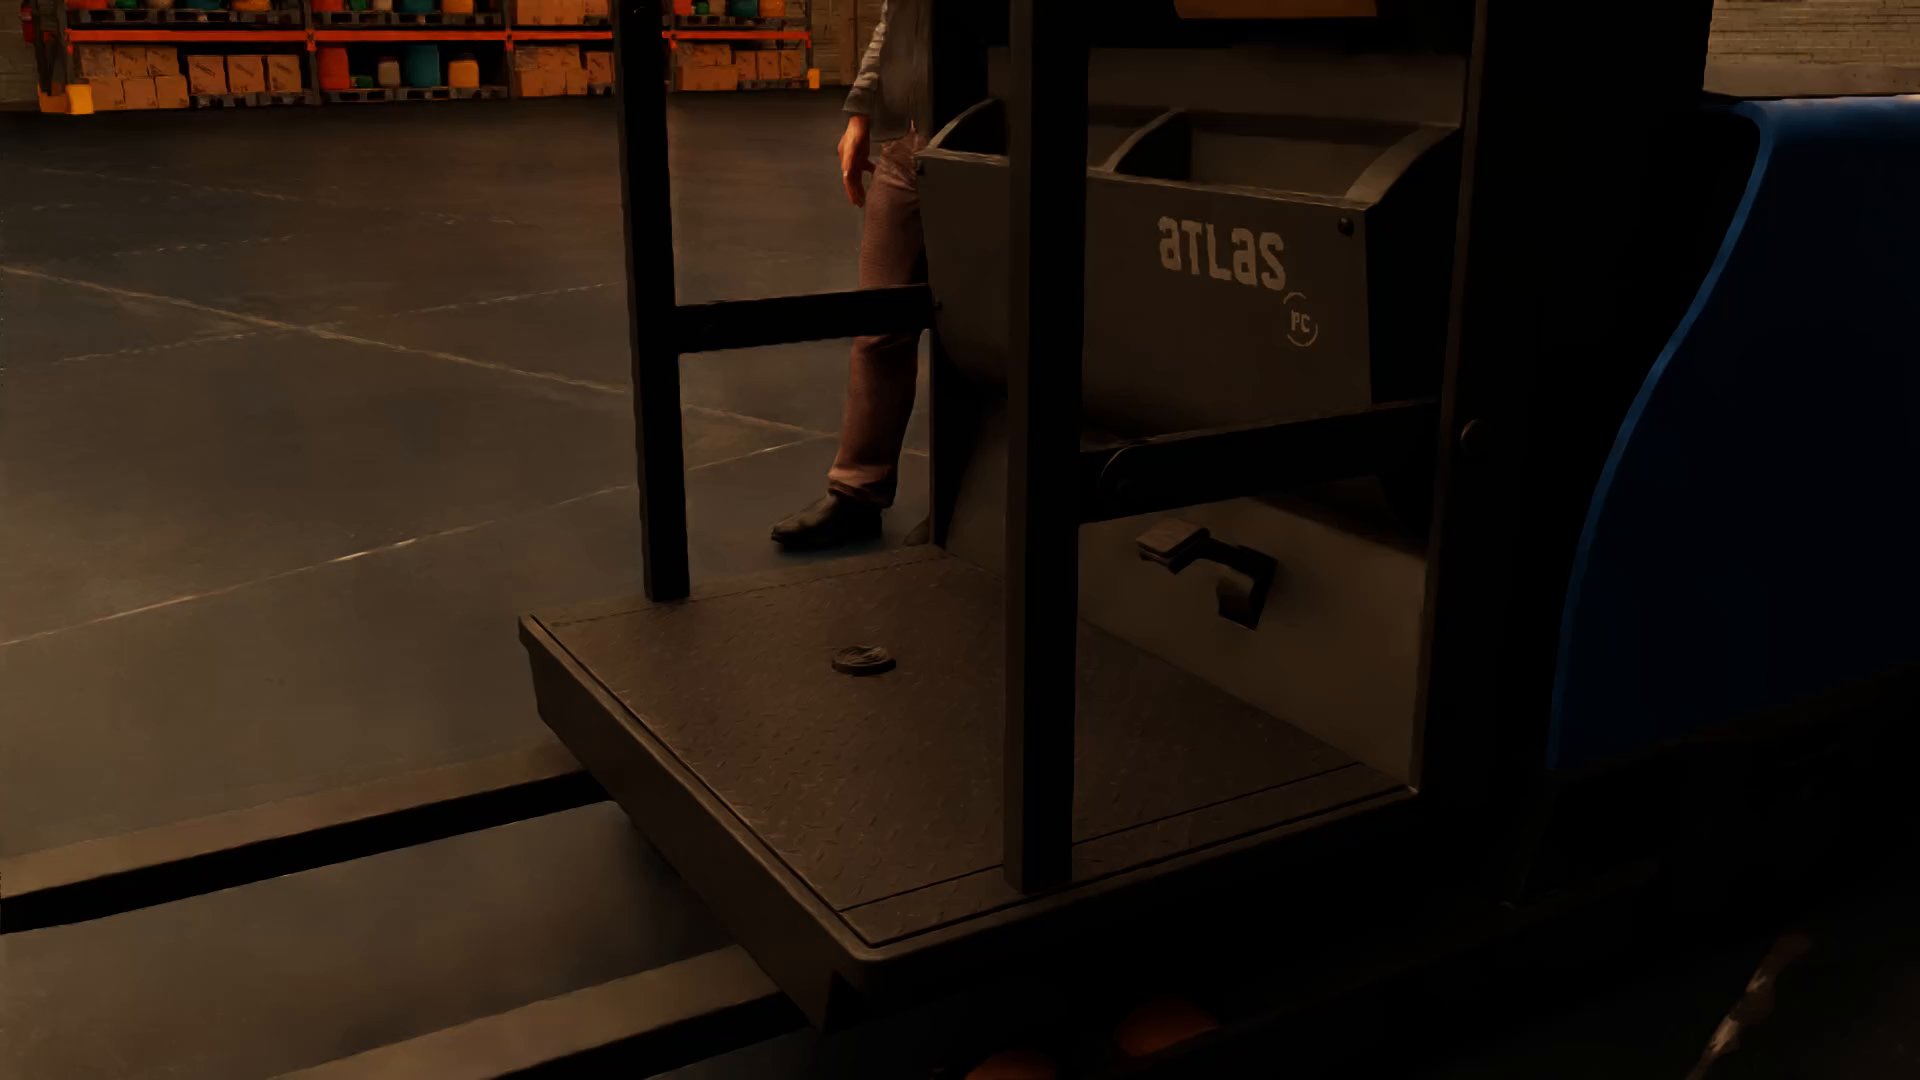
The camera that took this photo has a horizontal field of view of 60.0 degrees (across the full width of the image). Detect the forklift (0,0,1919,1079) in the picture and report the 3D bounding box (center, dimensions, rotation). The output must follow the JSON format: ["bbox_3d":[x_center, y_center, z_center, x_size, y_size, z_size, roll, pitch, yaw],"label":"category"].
[{"bbox_3d":[0.051,-0.890,1.827,3.031,2.935,1.130,-10,19,-29],"label":"forklift"}]

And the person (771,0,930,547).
[{"bbox_3d":[-0.046,-0.818,3.649,0.632,1.720,0.567,13,21,37],"label":"person"}]
